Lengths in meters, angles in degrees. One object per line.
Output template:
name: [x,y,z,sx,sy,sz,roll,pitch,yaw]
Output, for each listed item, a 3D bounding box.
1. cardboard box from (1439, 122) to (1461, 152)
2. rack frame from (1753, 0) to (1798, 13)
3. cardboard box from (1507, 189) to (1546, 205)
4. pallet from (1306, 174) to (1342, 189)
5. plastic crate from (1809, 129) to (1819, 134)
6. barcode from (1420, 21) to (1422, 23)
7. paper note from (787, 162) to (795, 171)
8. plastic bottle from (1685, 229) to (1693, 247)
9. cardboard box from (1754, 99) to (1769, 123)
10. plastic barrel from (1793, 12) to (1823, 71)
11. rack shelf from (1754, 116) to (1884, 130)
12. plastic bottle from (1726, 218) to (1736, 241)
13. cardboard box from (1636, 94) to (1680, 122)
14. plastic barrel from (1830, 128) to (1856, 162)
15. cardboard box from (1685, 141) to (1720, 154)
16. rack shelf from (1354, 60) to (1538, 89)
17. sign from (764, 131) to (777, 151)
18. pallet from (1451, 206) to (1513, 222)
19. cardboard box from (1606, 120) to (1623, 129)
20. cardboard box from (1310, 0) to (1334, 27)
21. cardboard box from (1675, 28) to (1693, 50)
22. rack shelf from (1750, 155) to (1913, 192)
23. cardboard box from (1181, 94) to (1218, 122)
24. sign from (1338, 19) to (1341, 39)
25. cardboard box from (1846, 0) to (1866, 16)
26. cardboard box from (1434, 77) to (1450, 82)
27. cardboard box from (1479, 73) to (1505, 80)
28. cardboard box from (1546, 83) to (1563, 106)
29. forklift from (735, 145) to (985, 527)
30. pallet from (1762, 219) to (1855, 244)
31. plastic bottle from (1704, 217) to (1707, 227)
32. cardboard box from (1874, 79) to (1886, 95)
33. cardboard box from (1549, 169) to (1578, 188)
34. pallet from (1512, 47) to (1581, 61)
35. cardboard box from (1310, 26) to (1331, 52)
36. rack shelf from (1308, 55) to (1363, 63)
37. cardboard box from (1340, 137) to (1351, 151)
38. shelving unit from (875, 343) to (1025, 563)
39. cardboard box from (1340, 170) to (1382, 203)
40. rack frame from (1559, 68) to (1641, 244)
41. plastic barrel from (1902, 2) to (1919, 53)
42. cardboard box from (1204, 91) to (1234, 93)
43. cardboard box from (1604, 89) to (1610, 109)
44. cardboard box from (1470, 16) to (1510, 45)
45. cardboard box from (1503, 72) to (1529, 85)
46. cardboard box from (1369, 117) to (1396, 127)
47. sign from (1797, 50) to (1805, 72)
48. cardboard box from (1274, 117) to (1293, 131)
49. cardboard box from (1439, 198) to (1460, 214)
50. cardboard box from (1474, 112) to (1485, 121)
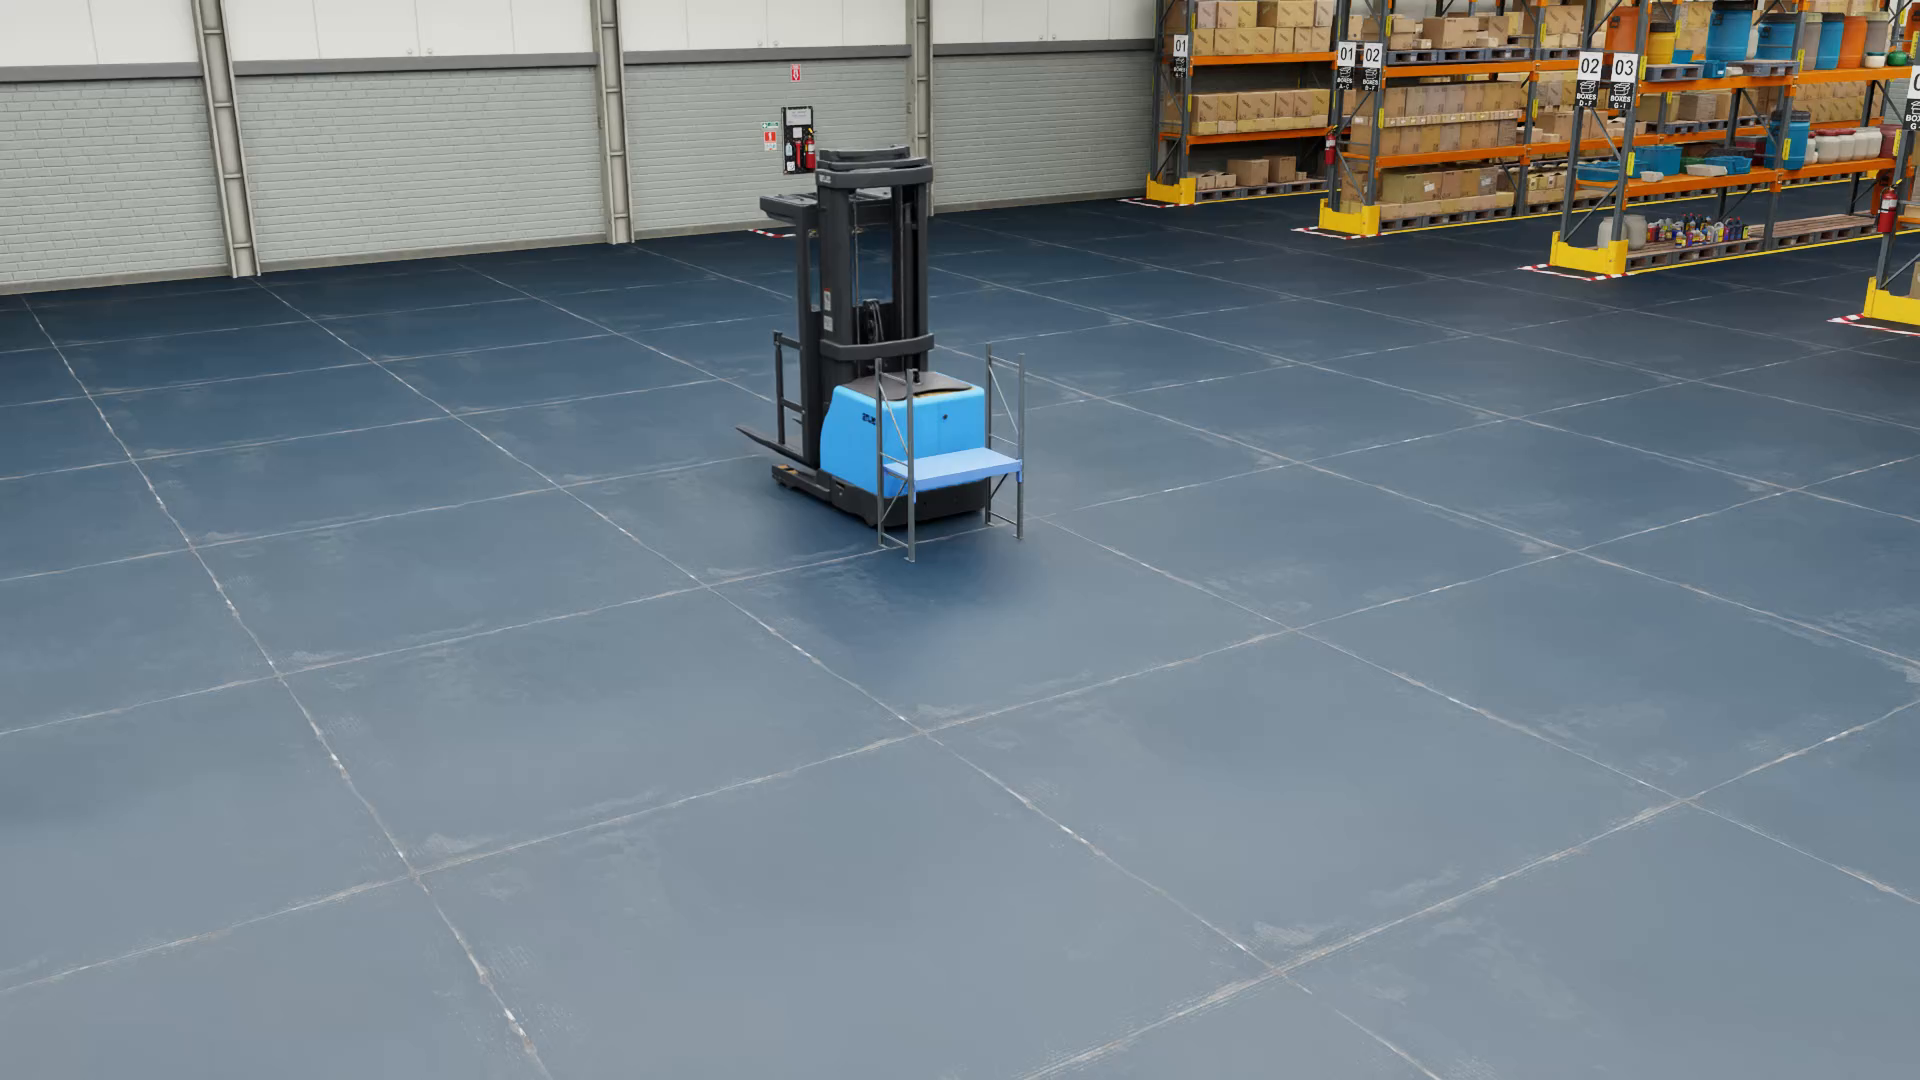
cardboard box: [8.576,-7.299,29.996,0.500,0.500,0.700,-11,22,-30]
rack frame: [16.910,-11.855,34.261,0.127,3.000,1.000,-12,22,-31]
cardboard box: [10.701,-6.505,31.441,0.500,0.250,0.500,-13,22,-33]
pallet: [8.150,-7.745,35.825,1.213,0.211,1.003,-12,22,-31]
plastic crate: [14.772,-6.811,28.607,0.583,0.464,0.402,-12,22,-31]
barcode: [10.191,-11.426,36.737,0.075,0.075,0.001,-12,22,-31]
paper note: [-3.013,-6.667,29.657,0.142,0.148,0.016,-12,22,-31]
plastic bottle: [11.493,-4.767,26.215,0.133,0.283,0.061,-11,22,-31]
cardboard box: [17.186,-9.217,35.670,0.500,0.500,0.500,-11,22,-31]
plastic barrel: [13.801,-8.200,27.350,0.600,0.901,0.600,0,19,0]
rack shelf: [18.580,-9.025,36.380,4.000,0.370,1.077,-12,22,-31]
plastic bottle: [12.410,-5.008,26.823,0.185,0.351,0.144,-13,23,-34]
cardboard box: [14.033,-8.696,33.472,0.700,0.500,0.500,14,23,35]
plastic barrel: [14.843,-6.658,28.044,0.433,0.535,0.433,0,19,0]
cardboard box: [15.537,-8.197,34.852,0.500,0.250,0.500,-12,22,-31]
rack shelf: [8.558,-8.332,29.647,4.000,0.370,1.077,-12,22,-31]
sign: [-3.346,-7.044,29.341,0.234,0.329,0.001,-12,22,-31]
pallet: [9.541,-6.154,31.120,1.213,0.211,1.003,-12,22,-31]
cardboard box: [12.716,-8.161,32.840,0.500,0.311,0.500,-12,22,-32]
cardboard box: [7.231,-10.719,33.836,0.500,0.500,0.500,-14,23,-36]
cardboard box: [13.915,-9.863,32.896,0.500,0.500,0.910,-12,22,-31]
rack shelf: [14.620,-6.290,28.290,4.000,0.370,1.077,-12,22,-31]
cardboard box: [4.724,-8.521,32.799,0.500,0.500,0.500,-12,22,-31]
sign: [6.601,-8.850,28.797,0.005,0.325,0.100,-12,22,-31]
cardboard box: [19.008,-11.383,35.830,0.500,0.500,0.700,-12,22,-31]
cardboard box: [10.570,-10.127,36.662,0.250,0.149,0.380,-16,24,-38]
cardboard box: [11.811,-10.292,37.182,0.500,0.250,0.500,-12,22,-32]
cardboard box: [13.515,-10.294,38.359,0.500,0.500,0.500,-12,22,-31]
forklift: [-1.007,-1.910,14.318,1.130,2.935,3.031,-12,22,-32]
pallet: [14.604,-5.323,28.659,1.213,0.211,1.003,-12,22,-31]
plastic bottle: [12.246,-5.169,27.405,0.133,0.283,0.061,-12,22,-31]
cardboard box: [20.030,-10.087,36.681,0.500,0.500,0.500,-12,22,-32]
cardboard box: [11.563,-6.951,31.883,0.500,0.311,0.500,-13,22,-33]
pallet: [10.958,-9.093,31.074,1.217,0.209,0.805,-13,23,-34]
cardboard box: [7.213,-10.251,34.012,0.500,0.500,0.500,-11,22,-30]
rack shelf: [9.171,-10.361,35.648,4.000,0.370,1.077,-12,22,-31]
cardboard box: [8.472,-8.521,35.810,0.500,0.250,0.500,-12,22,-33]
shelving unit: [-0.071,-0.695,12.960,1.048,1.500,0.538,-12,22,-31]
cardboard box: [7.172,-6.325,29.738,0.500,0.500,0.500,-12,22,-31]
rack frame: [9.609,-5.574,25.049,0.127,3.000,1.000,-12,22,-31]
plastic barrel: [16.766,-8.906,28.894,0.708,0.830,0.600,-12,22,-31]
cardboard box: [5.292,-8.836,33.729,0.500,0.500,0.500,-13,22,-33]
cardboard box: [15.257,-10.698,39.737,0.700,0.700,0.980,-13,22,-33]
cardboard box: [9.663,-9.320,30.414,0.500,0.500,0.500,-10,21,-27]
cardboard box: [12.649,-10.473,37.716,0.500,0.250,0.500,-12,22,-33]
cardboard box: [7.334,-7.266,28.884,0.250,0.149,0.380,-12,22,-32]
sign: [13.243,-7.555,26.210,0.005,0.325,0.100,-12,22,-31]
cardboard box: [6.440,-8.524,33.978,0.500,0.250,0.500,-12,22,-32]
cardboard box: [8.711,-6.095,30.227,0.500,0.250,0.500,-12,22,-31]
cardboard box: [9.268,-7.675,30.094,0.250,0.149,0.380,-12,22,-32]
